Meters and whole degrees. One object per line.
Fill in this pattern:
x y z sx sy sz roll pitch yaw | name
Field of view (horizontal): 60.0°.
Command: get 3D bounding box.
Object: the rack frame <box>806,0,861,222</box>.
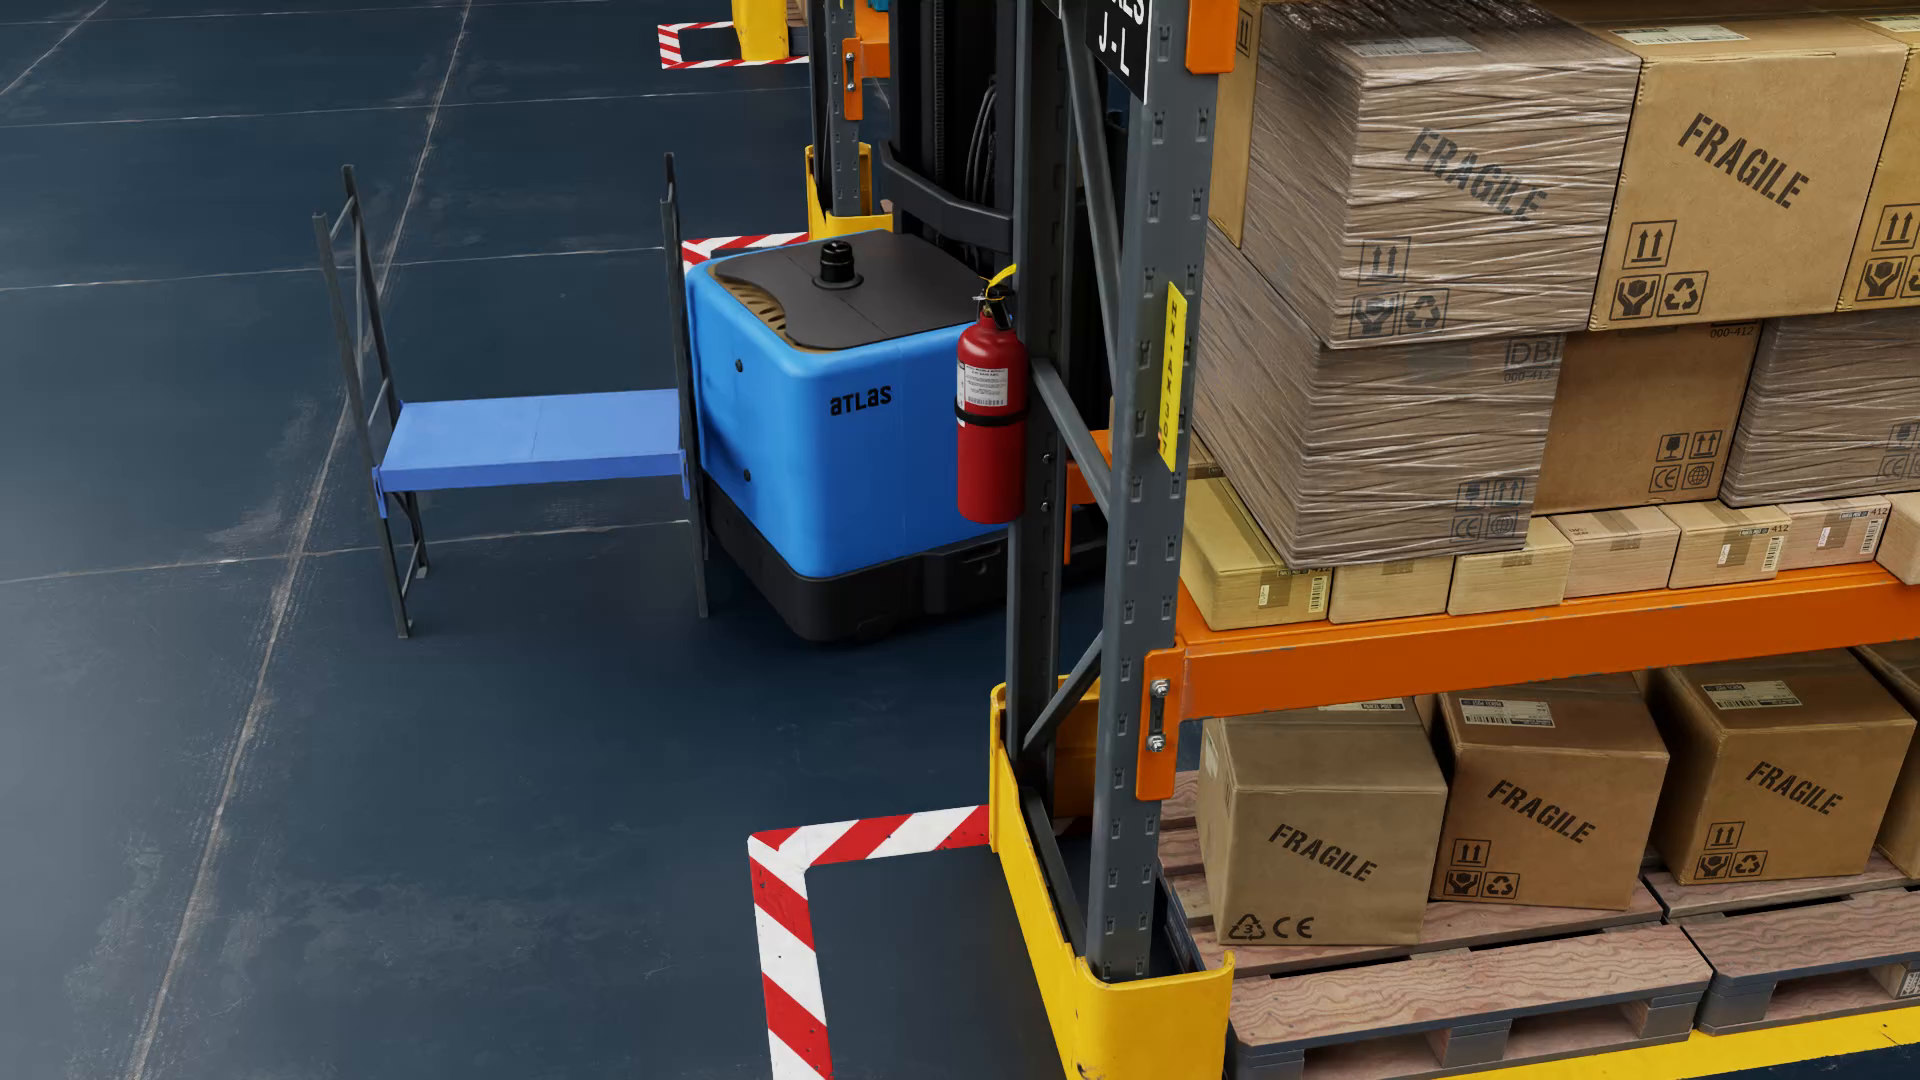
-0.619 -2.651 7.800 0.127 3.000 1.000 -5 31 -9 | rack frame

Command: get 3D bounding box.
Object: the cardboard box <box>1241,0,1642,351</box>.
0.863 -0.699 3.100 0.500 0.500 0.500 -5 31 -9 | cardboard box

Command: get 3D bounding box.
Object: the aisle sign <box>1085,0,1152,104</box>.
0.266 -1.147 2.677 0.004 0.787 0.394 -5 31 -9 | aisle sign

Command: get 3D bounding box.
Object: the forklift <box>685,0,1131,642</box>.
0.571 -1.446 5.818 3.031 2.935 1.130 -16 34 -25 | forklift

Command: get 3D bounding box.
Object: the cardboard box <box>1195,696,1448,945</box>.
0.890 0.666 4.210 0.500 0.500 0.500 0 30 0 | cardboard box

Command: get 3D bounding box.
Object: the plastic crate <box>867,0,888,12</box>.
-0.181 -2.782 8.169 0.616 0.251 0.499 -5 31 -9 | plastic crate

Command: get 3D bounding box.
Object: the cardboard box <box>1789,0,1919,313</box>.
1.848 -0.787 3.251 0.500 0.500 0.500 -5 31 -9 | cardboard box

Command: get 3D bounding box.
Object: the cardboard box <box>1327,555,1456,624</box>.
0.846 0.006 3.528 0.250 0.149 0.380 -5 31 -9 | cardboard box

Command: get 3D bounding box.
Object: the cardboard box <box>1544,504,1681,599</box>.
1.336 -0.043 3.611 0.250 0.149 0.380 -5 31 -9 | cardboard box

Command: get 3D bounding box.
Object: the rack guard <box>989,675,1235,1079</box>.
0.348 0.889 4.246 0.348 0.500 1.175 -5 31 -9 | rack guard

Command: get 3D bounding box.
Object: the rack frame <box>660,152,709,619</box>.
-0.922 -0.499 5.619 0.032 1.500 0.500 -4 31 -6 | rack frame

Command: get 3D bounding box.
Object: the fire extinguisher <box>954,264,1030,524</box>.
0.077 -0.368 3.993 0.183 0.674 0.296 -5 31 -9 | fire extinguisher

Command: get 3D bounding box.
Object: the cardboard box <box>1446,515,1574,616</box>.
1.094 -0.009 3.555 0.250 0.149 0.380 -5 31 -9 | cardboard box

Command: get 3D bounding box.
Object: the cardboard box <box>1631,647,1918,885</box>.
2.091 0.547 4.413 0.500 0.500 0.500 -3 31 -4 | cardboard box

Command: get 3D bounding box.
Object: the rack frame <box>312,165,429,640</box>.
-1.930 -0.433 5.506 0.032 1.500 0.500 -4 31 -6 | rack frame

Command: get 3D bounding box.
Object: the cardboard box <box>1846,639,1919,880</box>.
2.648 0.518 4.462 0.500 0.500 0.500 -8 31 -13 | cardboard box

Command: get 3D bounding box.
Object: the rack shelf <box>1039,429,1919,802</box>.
2.240 -0.054 4.093 4.000 0.370 1.077 -5 31 -9 | rack shelf

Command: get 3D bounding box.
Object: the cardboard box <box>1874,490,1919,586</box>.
2.089 -0.069 3.657 0.250 0.149 0.380 -5 31 -9 | cardboard box

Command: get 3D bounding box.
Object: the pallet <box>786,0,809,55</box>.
-0.763 -4.010 12.861 1.213 0.211 1.003 -5 31 -9 | pallet

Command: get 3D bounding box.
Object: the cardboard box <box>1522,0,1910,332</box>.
1.356 -0.741 3.172 0.500 0.500 0.500 -5 31 -9 | cardboard box

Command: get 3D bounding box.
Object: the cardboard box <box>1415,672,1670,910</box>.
1.472 0.594 4.332 0.500 0.500 0.500 2 31 4 | cardboard box

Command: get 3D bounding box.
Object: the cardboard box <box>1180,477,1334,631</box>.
0.596 0.019 3.506 0.250 0.149 0.380 -5 31 -9 | cardboard box

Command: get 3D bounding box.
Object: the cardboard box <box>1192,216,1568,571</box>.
0.819 -0.390 3.561 0.500 0.500 0.875 -5 31 -9 | cardboard box

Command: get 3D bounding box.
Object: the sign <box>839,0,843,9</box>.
-0.524 -2.496 7.263 0.005 0.325 0.100 -5 31 -9 | sign

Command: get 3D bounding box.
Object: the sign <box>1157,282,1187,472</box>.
0.371 -0.285 2.921 0.005 0.325 0.100 -5 31 -9 | sign

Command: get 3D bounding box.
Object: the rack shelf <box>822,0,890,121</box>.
1.348 -2.524 8.293 4.000 0.370 1.077 -5 31 -9 | rack shelf

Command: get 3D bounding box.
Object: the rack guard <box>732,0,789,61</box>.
-1.531 -4.042 12.630 0.348 0.500 1.175 -5 31 -9 | rack guard

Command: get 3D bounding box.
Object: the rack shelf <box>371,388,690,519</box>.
-1.426 -0.311 5.654 1.000 0.185 0.538 -4 31 -6 | rack shelf

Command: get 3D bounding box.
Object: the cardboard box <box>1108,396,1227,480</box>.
0.516 -0.203 3.883 0.250 0.149 0.380 -5 31 -9 | cardboard box

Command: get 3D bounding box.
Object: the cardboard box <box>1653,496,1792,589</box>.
1.584 -0.062 3.644 0.250 0.149 0.380 -5 31 -9 | cardboard box

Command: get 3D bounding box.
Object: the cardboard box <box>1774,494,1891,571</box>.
1.825 -0.098 3.706 0.250 0.149 0.380 -5 31 -9 | cardboard box

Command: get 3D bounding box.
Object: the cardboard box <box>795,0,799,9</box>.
-1.033 -4.313 12.925 0.500 0.250 0.500 -5 31 -9 | cardboard box

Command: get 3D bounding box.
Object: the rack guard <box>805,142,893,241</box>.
-0.553 -1.604 8.485 0.348 0.500 1.175 -5 31 -9 | rack guard

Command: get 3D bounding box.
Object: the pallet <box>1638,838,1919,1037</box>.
2.351 0.847 4.601 1.213 0.211 1.003 -5 31 -9 | pallet

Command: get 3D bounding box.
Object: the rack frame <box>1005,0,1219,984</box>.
0.273 -0.182 3.600 0.127 3.000 1.000 -5 31 -9 | rack frame

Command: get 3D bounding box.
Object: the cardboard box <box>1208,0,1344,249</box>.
0.769 -0.958 3.541 0.500 0.500 0.500 -5 31 -9 | cardboard box

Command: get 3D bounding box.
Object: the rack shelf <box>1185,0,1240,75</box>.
2.240 -1.347 3.333 4.000 0.370 1.077 -5 31 -9 | rack shelf

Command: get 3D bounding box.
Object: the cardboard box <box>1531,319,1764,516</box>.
1.289 -0.495 3.741 0.500 0.500 0.875 -5 31 -9 | cardboard box

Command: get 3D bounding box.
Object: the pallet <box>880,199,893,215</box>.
0.247 -1.551 8.680 1.213 0.211 1.003 -5 31 -9 | pallet

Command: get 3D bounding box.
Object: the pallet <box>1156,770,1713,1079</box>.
1.153 0.957 4.415 1.213 0.211 1.003 -5 31 -9 | pallet

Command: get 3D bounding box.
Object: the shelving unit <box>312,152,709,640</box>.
-1.426 -0.466 5.563 1.048 1.500 0.538 -4 31 -6 | shelving unit

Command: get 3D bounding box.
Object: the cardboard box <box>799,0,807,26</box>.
-0.940 -4.055 12.486 0.500 0.250 0.500 -5 31 -9 | cardboard box

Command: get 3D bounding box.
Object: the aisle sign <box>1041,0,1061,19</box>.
0.158 -1.447 3.186 0.004 0.787 0.394 -5 31 -9 | aisle sign

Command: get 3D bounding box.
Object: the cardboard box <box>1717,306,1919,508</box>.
1.789 -0.519 3.782 0.500 0.500 0.875 -5 31 -9 | cardboard box
